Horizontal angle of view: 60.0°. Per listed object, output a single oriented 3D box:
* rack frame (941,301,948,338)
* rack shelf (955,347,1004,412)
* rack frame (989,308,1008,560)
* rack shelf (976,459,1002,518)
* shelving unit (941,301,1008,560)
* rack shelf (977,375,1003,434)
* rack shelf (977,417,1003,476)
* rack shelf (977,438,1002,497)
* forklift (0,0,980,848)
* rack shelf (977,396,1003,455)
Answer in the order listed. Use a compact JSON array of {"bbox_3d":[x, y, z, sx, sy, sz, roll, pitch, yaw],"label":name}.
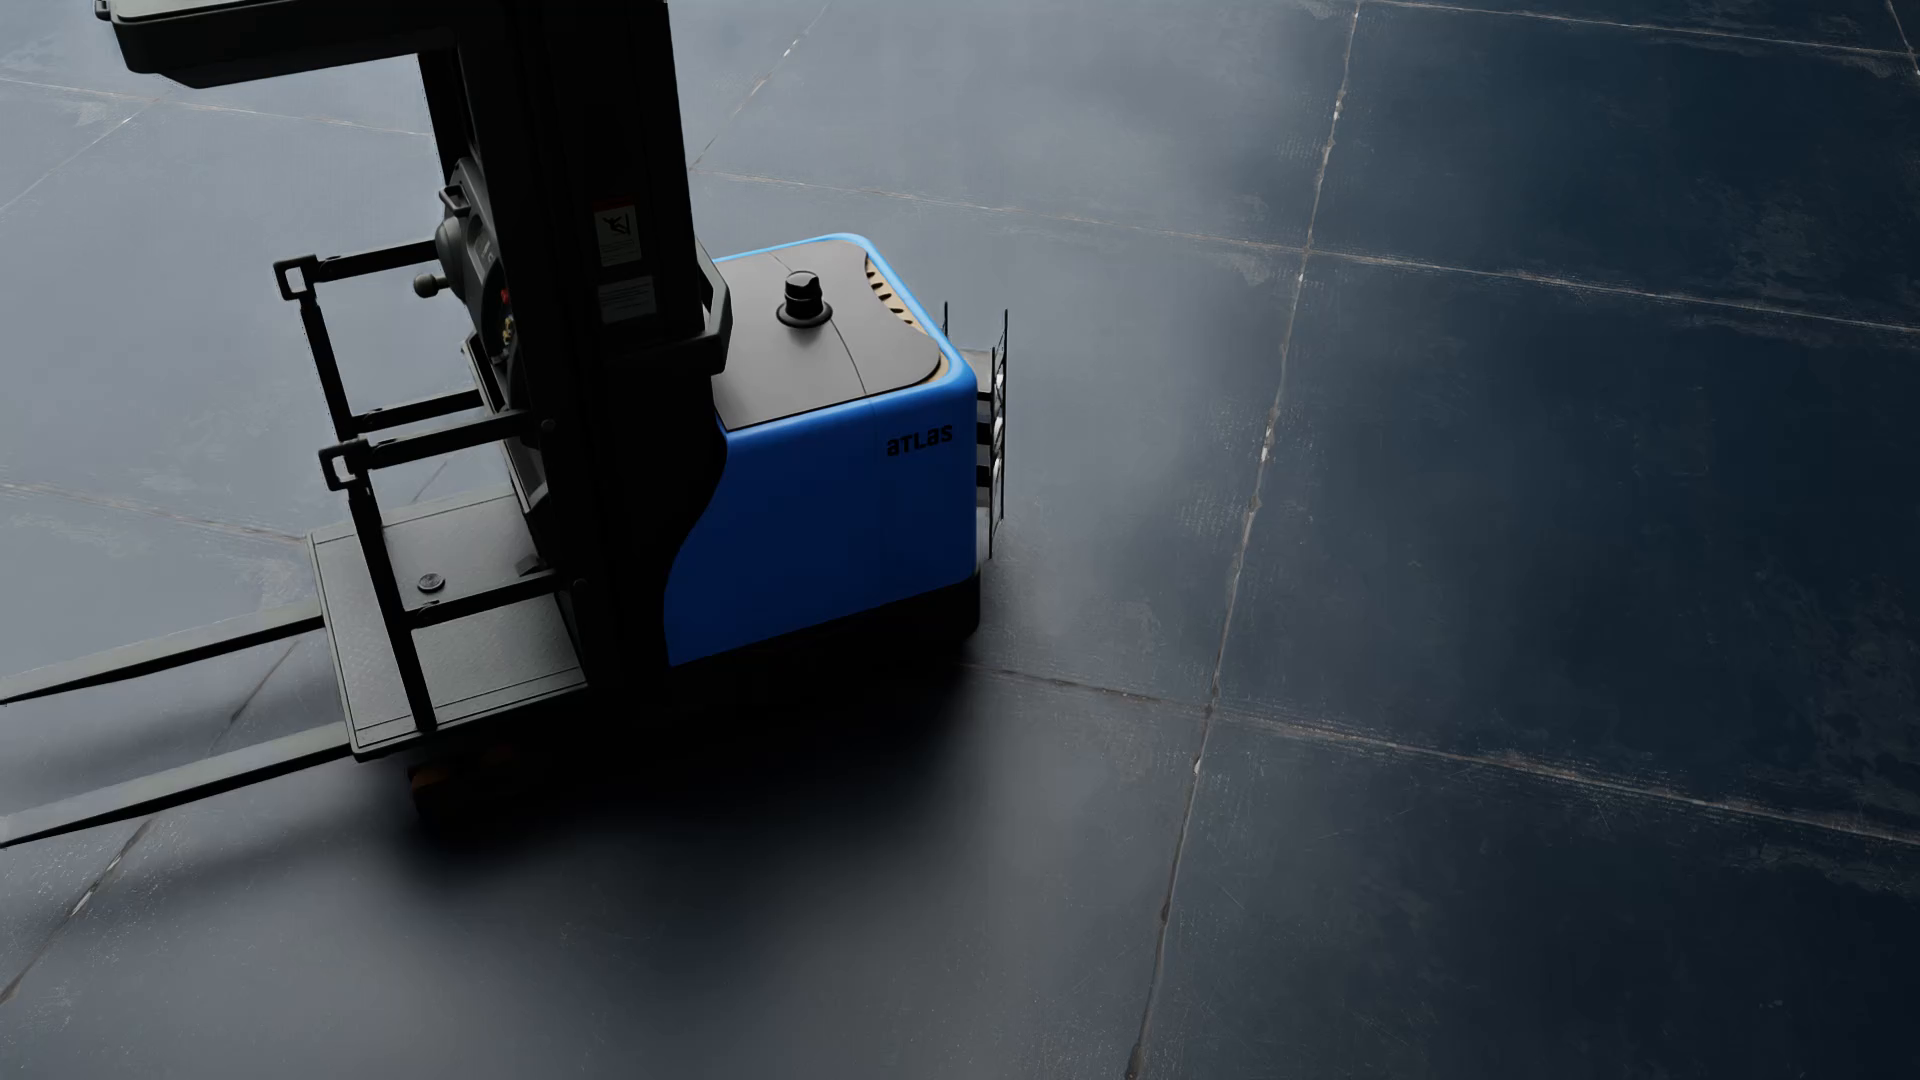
[{"bbox_3d":[-0.069,-0.375,5.729,0.006,0.900,0.240,8,41,9],"label":"rack frame"},{"bbox_3d":[0.031,-0.543,5.561,0.200,0.077,0.258,8,41,9],"label":"rack shelf"},{"bbox_3d":[0.130,-0.348,5.697,0.006,0.900,0.240,8,41,9],"label":"rack frame"},{"bbox_3d":[0.031,-0.198,5.850,0.200,0.077,0.258,8,41,9],"label":"rack shelf"},{"bbox_3d":[0.031,-0.361,5.713,0.210,0.900,0.258,8,41,9],"label":"shelving unit"},{"bbox_3d":[0.031,-0.474,5.619,0.200,0.077,0.258,8,41,9],"label":"rack shelf"},{"bbox_3d":[0.031,-0.336,5.735,0.200,0.077,0.258,8,41,9],"label":"rack shelf"},{"bbox_3d":[0.031,-0.267,5.793,0.200,0.077,0.258,8,41,9],"label":"rack shelf"},{"bbox_3d":[-1.498,-0.681,4.515,3.031,2.935,1.130,-16,43,-18],"label":"forklift"},{"bbox_3d":[0.031,-0.405,5.677,0.200,0.077,0.258,8,41,9],"label":"rack shelf"}]
